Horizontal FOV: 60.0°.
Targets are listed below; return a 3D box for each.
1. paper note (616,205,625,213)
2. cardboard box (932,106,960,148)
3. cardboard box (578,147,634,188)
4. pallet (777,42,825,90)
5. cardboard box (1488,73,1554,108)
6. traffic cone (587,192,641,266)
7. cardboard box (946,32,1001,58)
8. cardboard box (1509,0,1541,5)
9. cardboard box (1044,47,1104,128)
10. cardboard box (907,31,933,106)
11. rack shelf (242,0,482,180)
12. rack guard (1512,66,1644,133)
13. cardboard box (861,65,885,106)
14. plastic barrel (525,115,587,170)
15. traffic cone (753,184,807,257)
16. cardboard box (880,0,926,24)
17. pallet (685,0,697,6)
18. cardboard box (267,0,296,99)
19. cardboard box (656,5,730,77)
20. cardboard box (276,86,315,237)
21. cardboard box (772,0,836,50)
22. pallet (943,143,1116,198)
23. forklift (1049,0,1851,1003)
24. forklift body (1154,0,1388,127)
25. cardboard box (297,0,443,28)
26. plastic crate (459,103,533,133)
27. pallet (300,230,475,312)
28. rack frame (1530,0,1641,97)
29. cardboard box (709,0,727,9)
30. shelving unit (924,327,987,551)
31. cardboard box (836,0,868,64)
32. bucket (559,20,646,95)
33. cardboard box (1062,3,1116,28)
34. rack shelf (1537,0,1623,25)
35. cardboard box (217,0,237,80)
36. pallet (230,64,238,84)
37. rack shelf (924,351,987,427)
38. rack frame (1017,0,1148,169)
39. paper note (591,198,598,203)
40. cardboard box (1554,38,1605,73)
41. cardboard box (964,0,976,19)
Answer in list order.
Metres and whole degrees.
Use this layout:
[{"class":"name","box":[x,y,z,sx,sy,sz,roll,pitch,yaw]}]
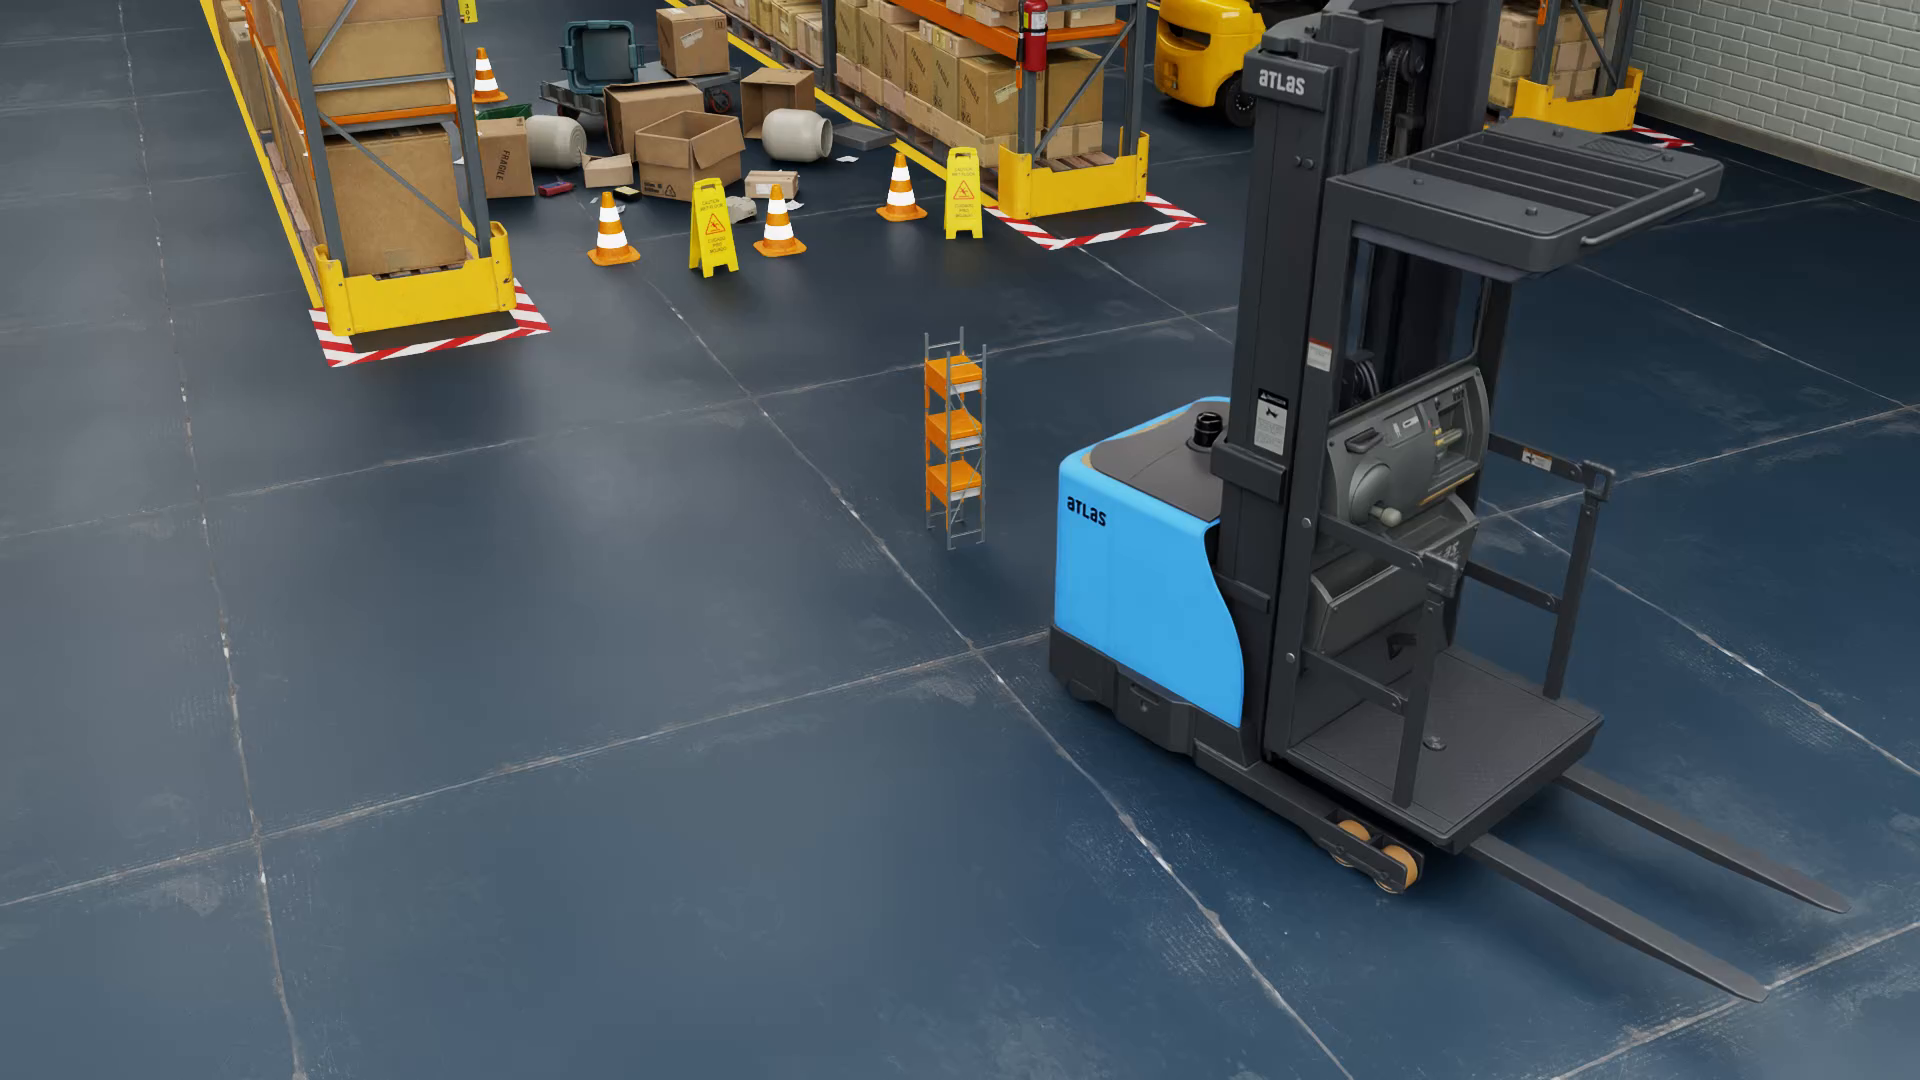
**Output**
[{"class":"paper note","box":[-2.644,-2.534,12.739,0.144,0.017,0.142,-3,29,-5]},{"class":"cardboard box","box":[0.100,-3.398,13.624,0.500,0.250,0.500,-13,32,-22]},{"class":"cardboard box","box":[-2.838,-3.000,13.329,0.396,0.266,0.258,-8,30,-13]},{"class":"pallet","box":[-1.147,-4.777,16.553,1.003,0.211,1.213,-13,32,-22]},{"class":"cardboard box","box":[4.900,-4.052,14.790,0.500,0.250,0.500,-13,32,-22]},{"class":"traffic cone","box":[-2.467,-2.225,11.745,0.336,0.463,0.334,-13,32,-22]},{"class":"cardboard box","box":[0.108,-3.924,13.132,0.380,0.149,0.250,-12,31,-21]},{"class":"cardboard box","box":[5.134,-4.818,15.136,0.500,0.250,0.500,-13,32,-22]},{"class":"cardboard box","box":[0.798,-3.618,13.251,0.500,0.500,0.500,-14,32,-24]},{"class":"cardboard box","box":[-0.111,-3.947,13.837,0.500,0.500,0.500,-14,32,-23]},{"class":"rack shelf","box":[-4.380,-3.368,11.925,1.077,0.370,4.000,-13,32,-22]},{"class":"rack guard","box":[5.397,-3.826,14.561,1.175,0.500,0.348,-13,32,-22]},{"class":"cardboard box","box":[-0.563,-4.083,14.846,0.500,0.250,0.500,-11,31,-19]},{"class":"plastic barrel","box":[-3.366,-3.263,13.636,0.512,0.421,0.421,7,30,13]},{"class":"traffic cone","box":[-1.301,-2.312,11.900,0.336,0.463,0.334,-13,32,-22]},{"class":"cardboard box","box":[-0.462,-4.513,14.184,0.380,0.149,0.250,-11,31,-19]},{"class":"pallet","box":[-2.799,-6.564,19.741,1.003,0.211,1.213,-13,32,-22]},{"class":"cardboard box","box":[-3.978,-3.257,10.838,0.875,0.550,0.550,-13,32,-22]},{"class":"cardboard box","box":[-2.406,-4.503,14.994,0.500,0.500,0.500,-13,32,-22]},{"class":"cardboard box","box":[-4.252,-2.729,11.793,0.875,0.875,0.875,-14,32,-23]},{"class":"cardboard box","box":[-1.351,-5.235,16.776,0.950,0.372,0.625,-11,31,-19]},{"class":"pallet","box":[0.556,-3.066,13.502,1.003,0.211,1.213,-13,32,-22]},{"class":"forklift","box":[1.742,-0.292,5.775,1.130,2.935,3.031,-24,37,-36]},{"class":"forklift body","box":[2.925,-5.011,14.987,2.313,2.155,1.214,-13,32,-22]},{"class":"cardboard box","box":[-3.646,-3.507,10.180,0.875,0.550,0.550,-13,32,-22]},{"class":"plastic crate","box":[-3.981,-3.562,14.352,0.450,0.188,0.662,-7,28,9]},{"class":"pallet","box":[-3.936,-1.919,11.457,1.003,0.211,1.213,-13,32,-22]},{"class":"rack frame","box":[5.387,-4.926,13.969,1.000,3.000,0.127,-13,32,-22]},{"class":"cardboard box","box":[-2.295,-6.202,18.500,0.950,0.372,0.625,-15,33,-25]},{"class":"shelving unit","box":[-0.023,-0.482,8.035,0.215,1.050,0.252,-13,32,-22]},{"class":"cardboard box","box":[-0.802,-4.643,15.079,0.500,0.500,0.500,-12,31,-20]},{"class":"bucket","box":[-3.098,-4.225,14.510,0.726,0.611,0.620,-3,19,-5]},{"class":"cardboard box","box":[0.947,-3.967,12.514,0.380,0.149,0.250,-13,32,-22]},{"class":"rack shelf","box":[4.528,-5.496,15.720,1.077,0.370,4.000,-13,32,-22]},{"class":"cardboard box","box":[-6.398,-4.861,15.723,1.050,0.750,0.750,-13,32,-21]},{"class":"pallet","box":[-6.686,-4.752,16.509,1.003,0.211,1.213,-13,32,-22]},{"class":"rack shelf","box":[-0.023,-0.720,7.902,0.215,0.259,0.240,-13,32,-22]},{"class":"rack frame","box":[0.906,-3.883,12.107,1.000,3.000,0.127,-13,32,-22]},{"class":"paper note","box":[-2.849,-2.648,12.962,0.032,0.001,0.123,2,29,4]},{"class":"cardboard box","box":[5.373,-4.380,14.864,0.500,0.250,0.500,-12,32,-21]},{"class":"cardboard box","box":[0.252,-4.100,12.751,0.380,0.149,0.250,-14,32,-23]}]
